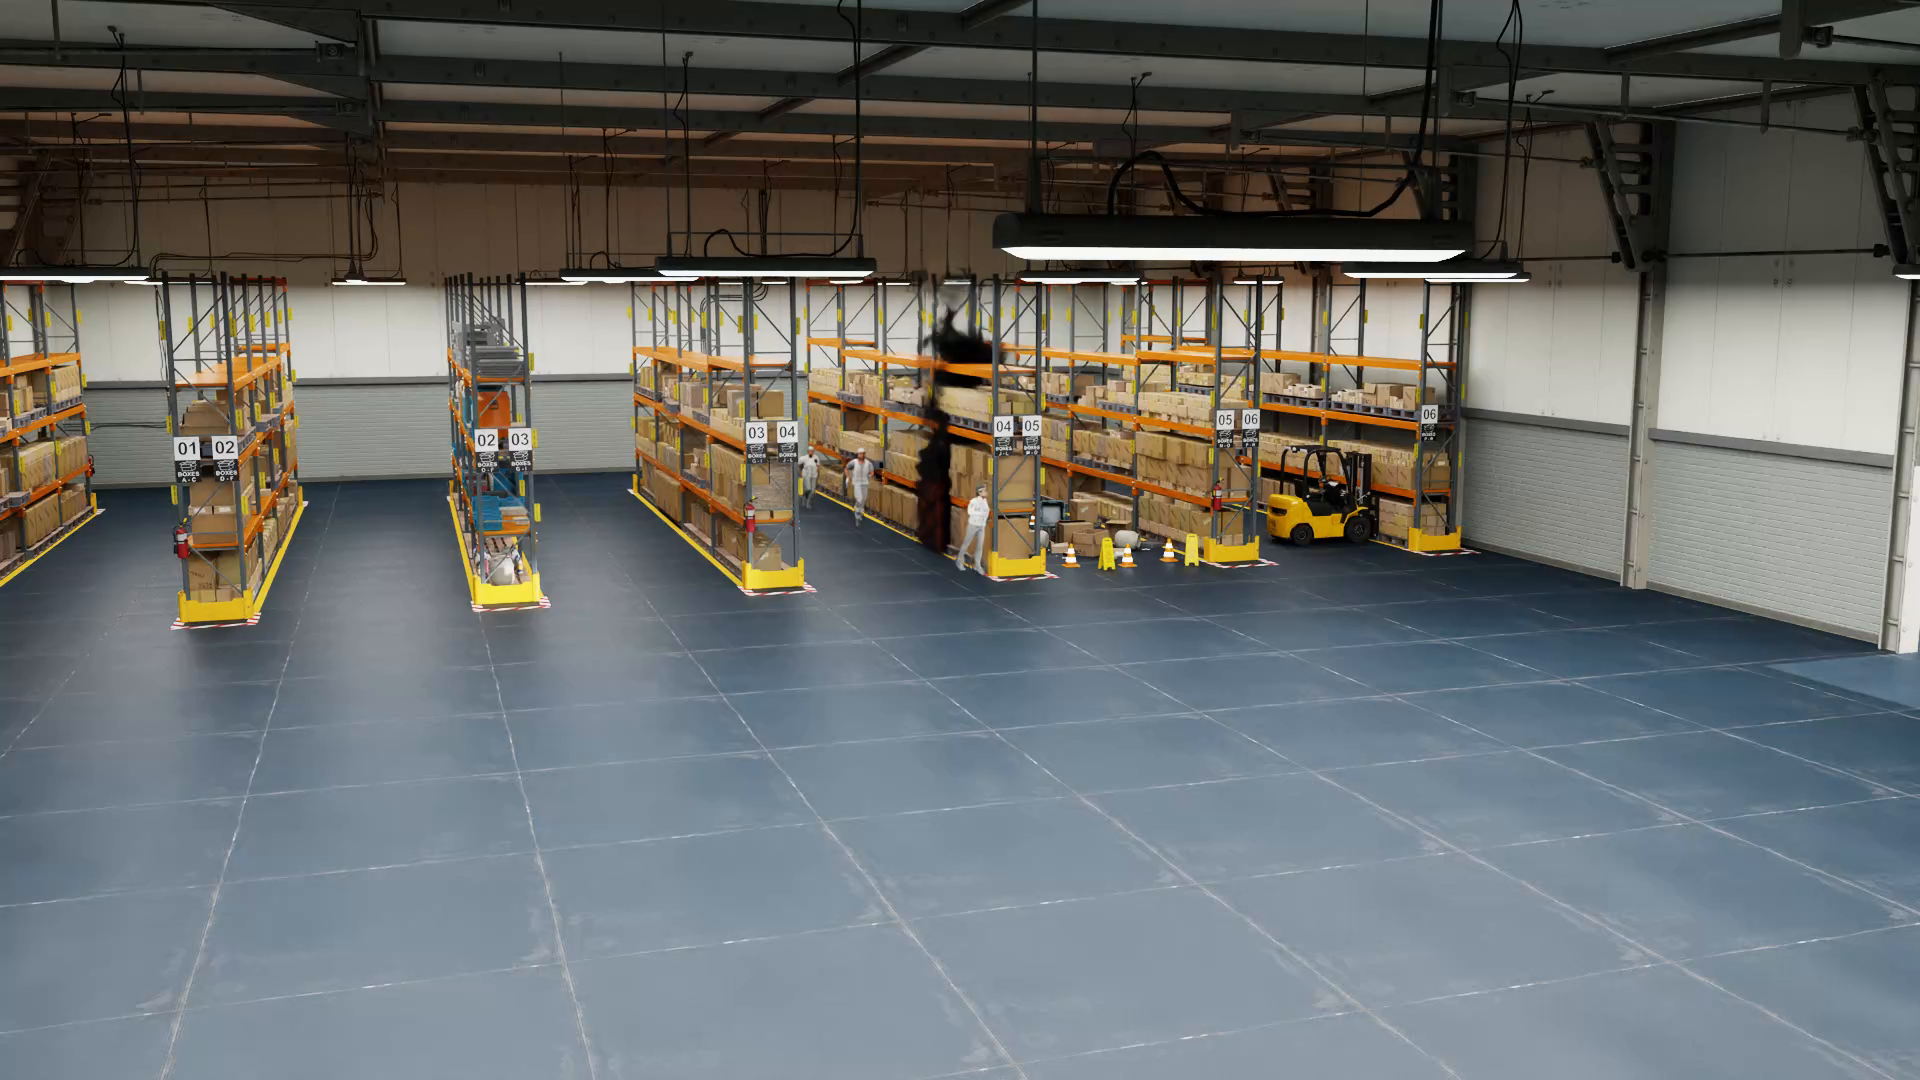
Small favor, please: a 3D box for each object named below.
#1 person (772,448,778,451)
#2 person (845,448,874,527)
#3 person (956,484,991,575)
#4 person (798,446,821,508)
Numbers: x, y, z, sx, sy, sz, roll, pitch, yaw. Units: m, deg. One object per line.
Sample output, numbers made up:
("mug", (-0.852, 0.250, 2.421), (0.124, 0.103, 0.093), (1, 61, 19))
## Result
("person", (-5.429, -2.411, 48.824), (0.554, 1.583, 0.817), (5, 10, 30))
("person", (-2.294, -1.220, 38.421), (0.649, 1.834, 0.772), (-3, 9, -21))
("person", (0.356, -0.230, 32.161), (0.621, 1.722, 0.757), (-8, 12, -42))
("person", (-3.917, -1.642, 43.527), (0.603, 1.623, 0.589), (-4, 9, -25))
